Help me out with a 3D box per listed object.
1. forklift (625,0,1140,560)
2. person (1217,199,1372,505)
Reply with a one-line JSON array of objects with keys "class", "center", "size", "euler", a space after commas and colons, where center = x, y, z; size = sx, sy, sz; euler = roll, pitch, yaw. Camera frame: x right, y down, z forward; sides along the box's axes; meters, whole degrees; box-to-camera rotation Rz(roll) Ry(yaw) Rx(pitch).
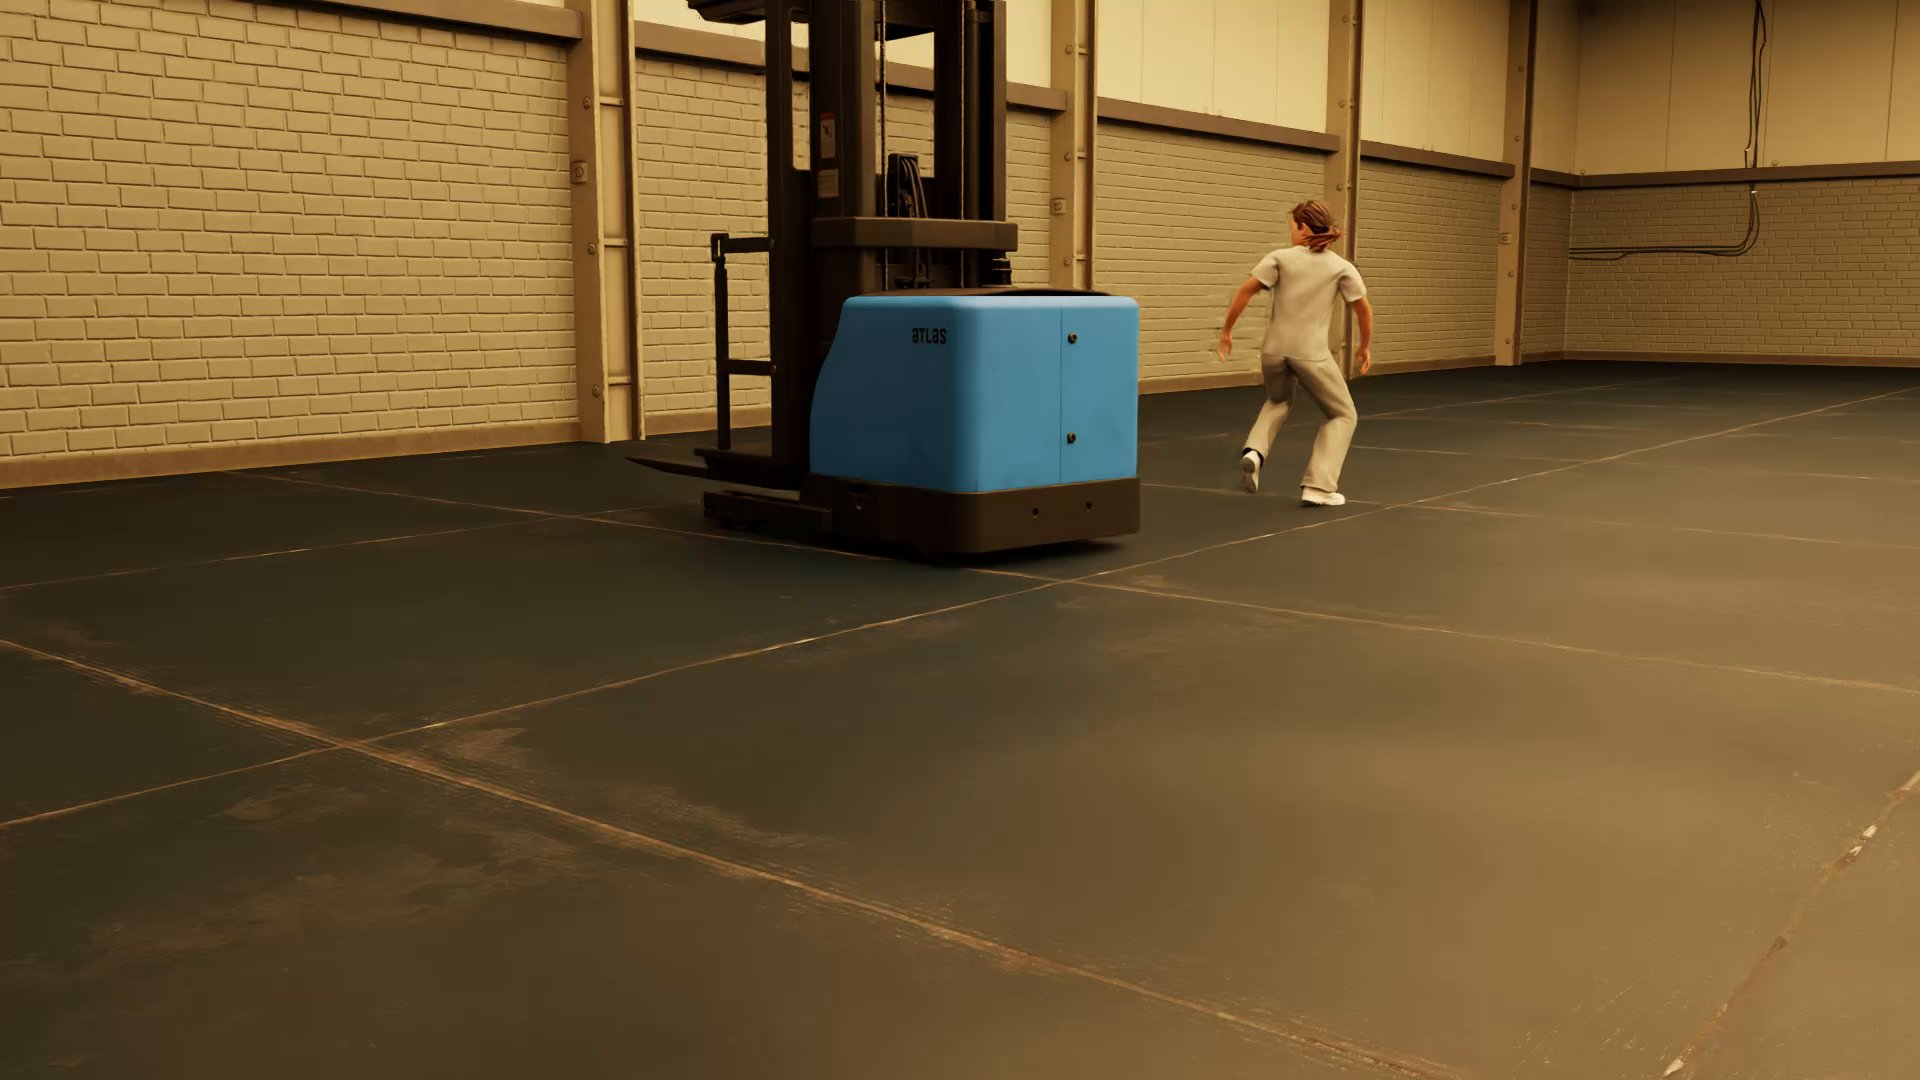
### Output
[{"class": "forklift", "center": [-0.560, -1.536, 7.779], "size": [1.130, 2.935, 3.031], "euler": [-7, 11, -40]}, {"class": "person", "center": [1.764, -0.972, 8.671], "size": [0.714, 1.576, 0.534], "euler": [5, 10, 30]}]
